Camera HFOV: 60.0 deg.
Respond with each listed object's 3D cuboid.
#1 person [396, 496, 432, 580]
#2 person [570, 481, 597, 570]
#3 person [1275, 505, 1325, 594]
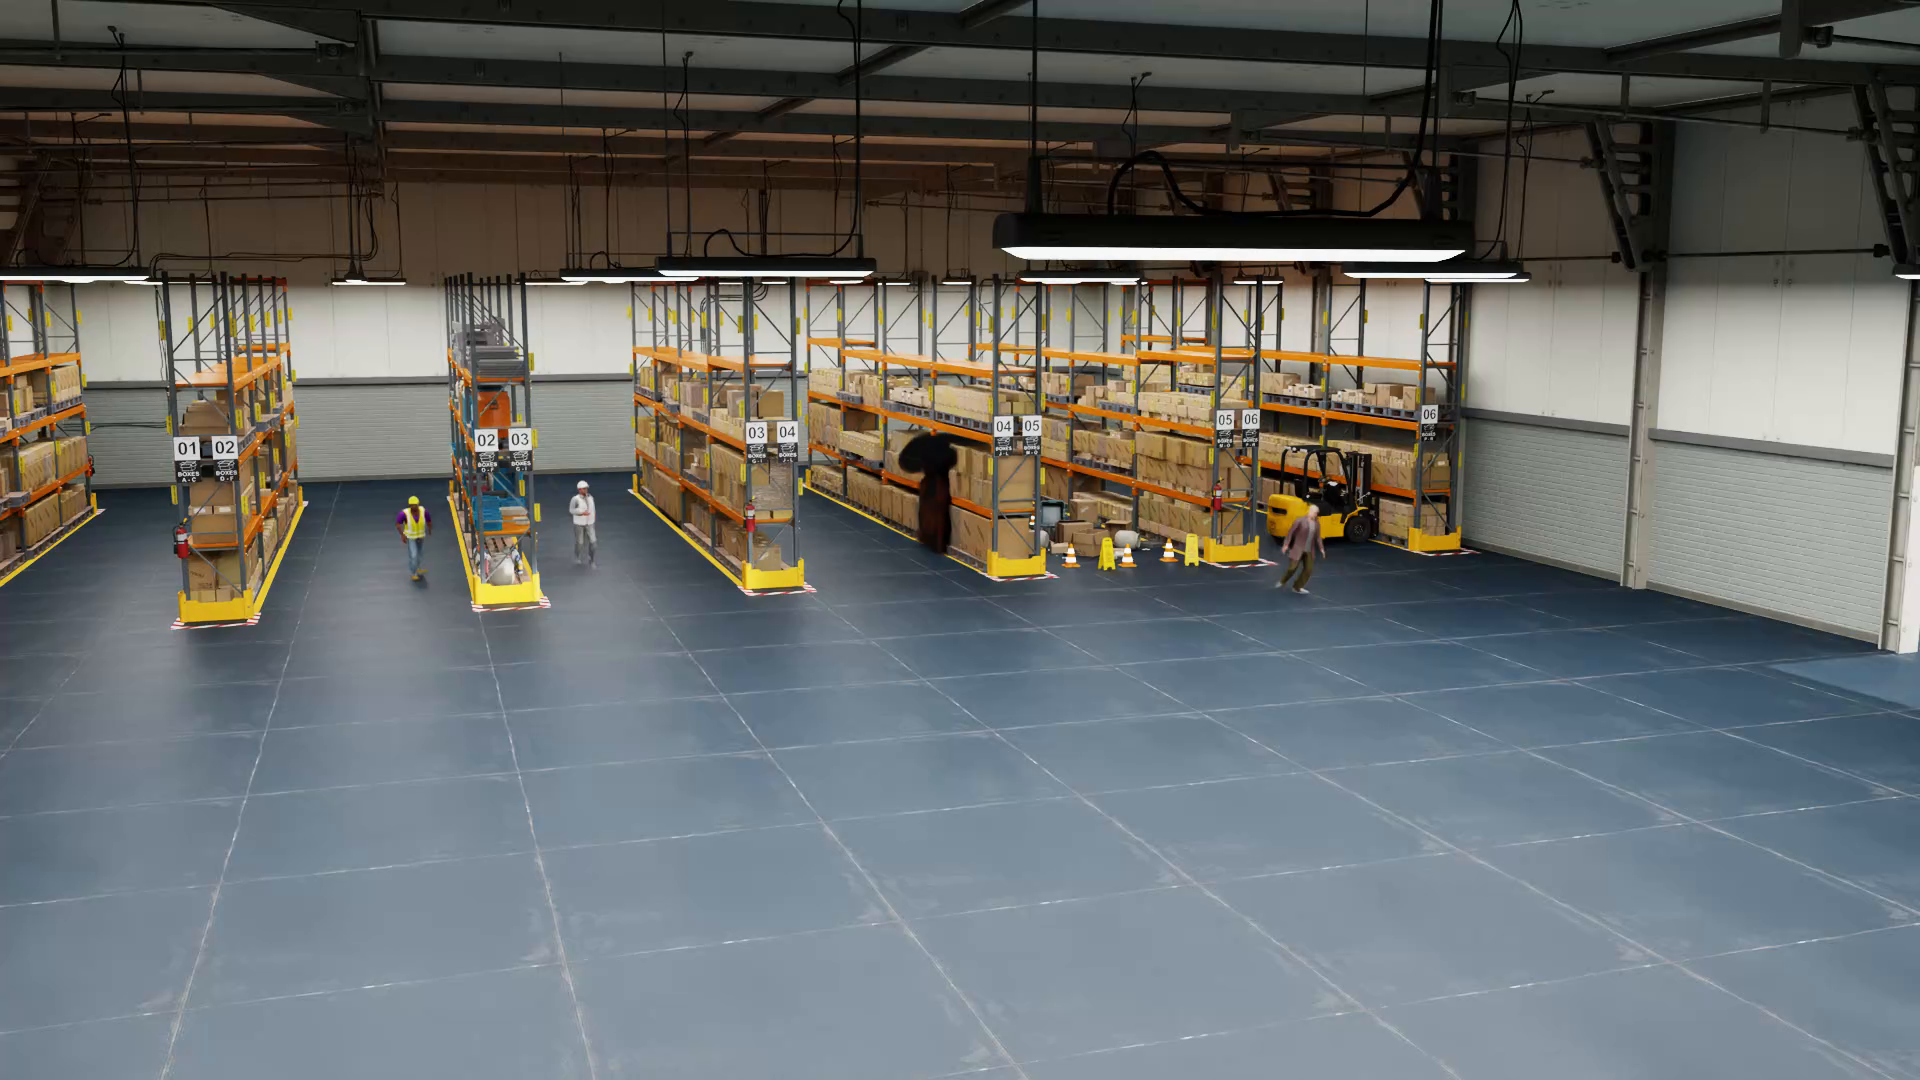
[{"bbox_3d":[-10.799,-0.058,32.967,0.718,1.678,0.899,-8,12,-44],"label":"person"},{"bbox_3d":[-7.747,-0.299,34.221,0.641,1.848,0.784,-6,10,-34],"label":"person"},{"bbox_3d":[6.404,0.162,31.324,0.865,1.700,0.652,-3,9,-21],"label":"person"}]
